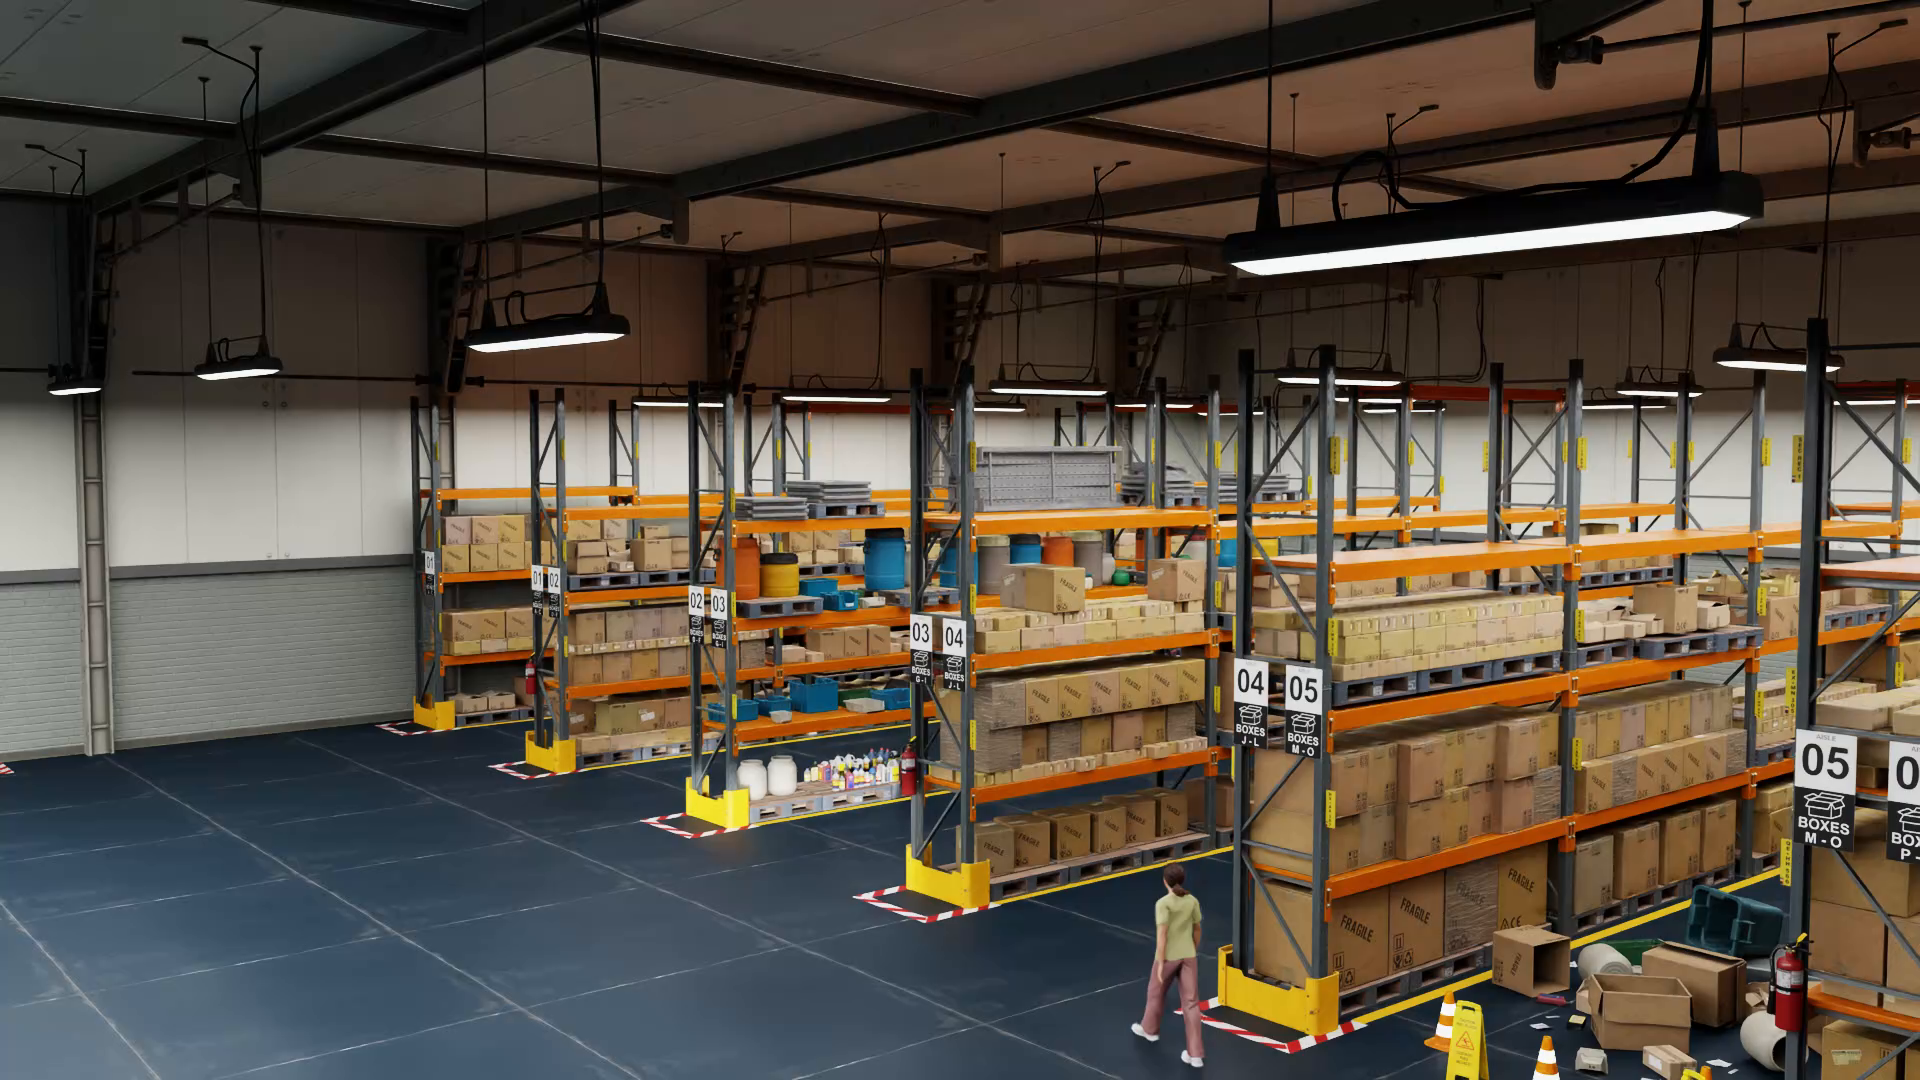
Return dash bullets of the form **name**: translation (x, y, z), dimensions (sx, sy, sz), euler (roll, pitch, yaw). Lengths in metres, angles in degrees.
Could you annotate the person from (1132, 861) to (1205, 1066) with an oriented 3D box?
- **person**: translation (1.799, 3.511, 14.020), dimensions (0.480, 1.601, 1.037), euler (-1, 4, -18)
